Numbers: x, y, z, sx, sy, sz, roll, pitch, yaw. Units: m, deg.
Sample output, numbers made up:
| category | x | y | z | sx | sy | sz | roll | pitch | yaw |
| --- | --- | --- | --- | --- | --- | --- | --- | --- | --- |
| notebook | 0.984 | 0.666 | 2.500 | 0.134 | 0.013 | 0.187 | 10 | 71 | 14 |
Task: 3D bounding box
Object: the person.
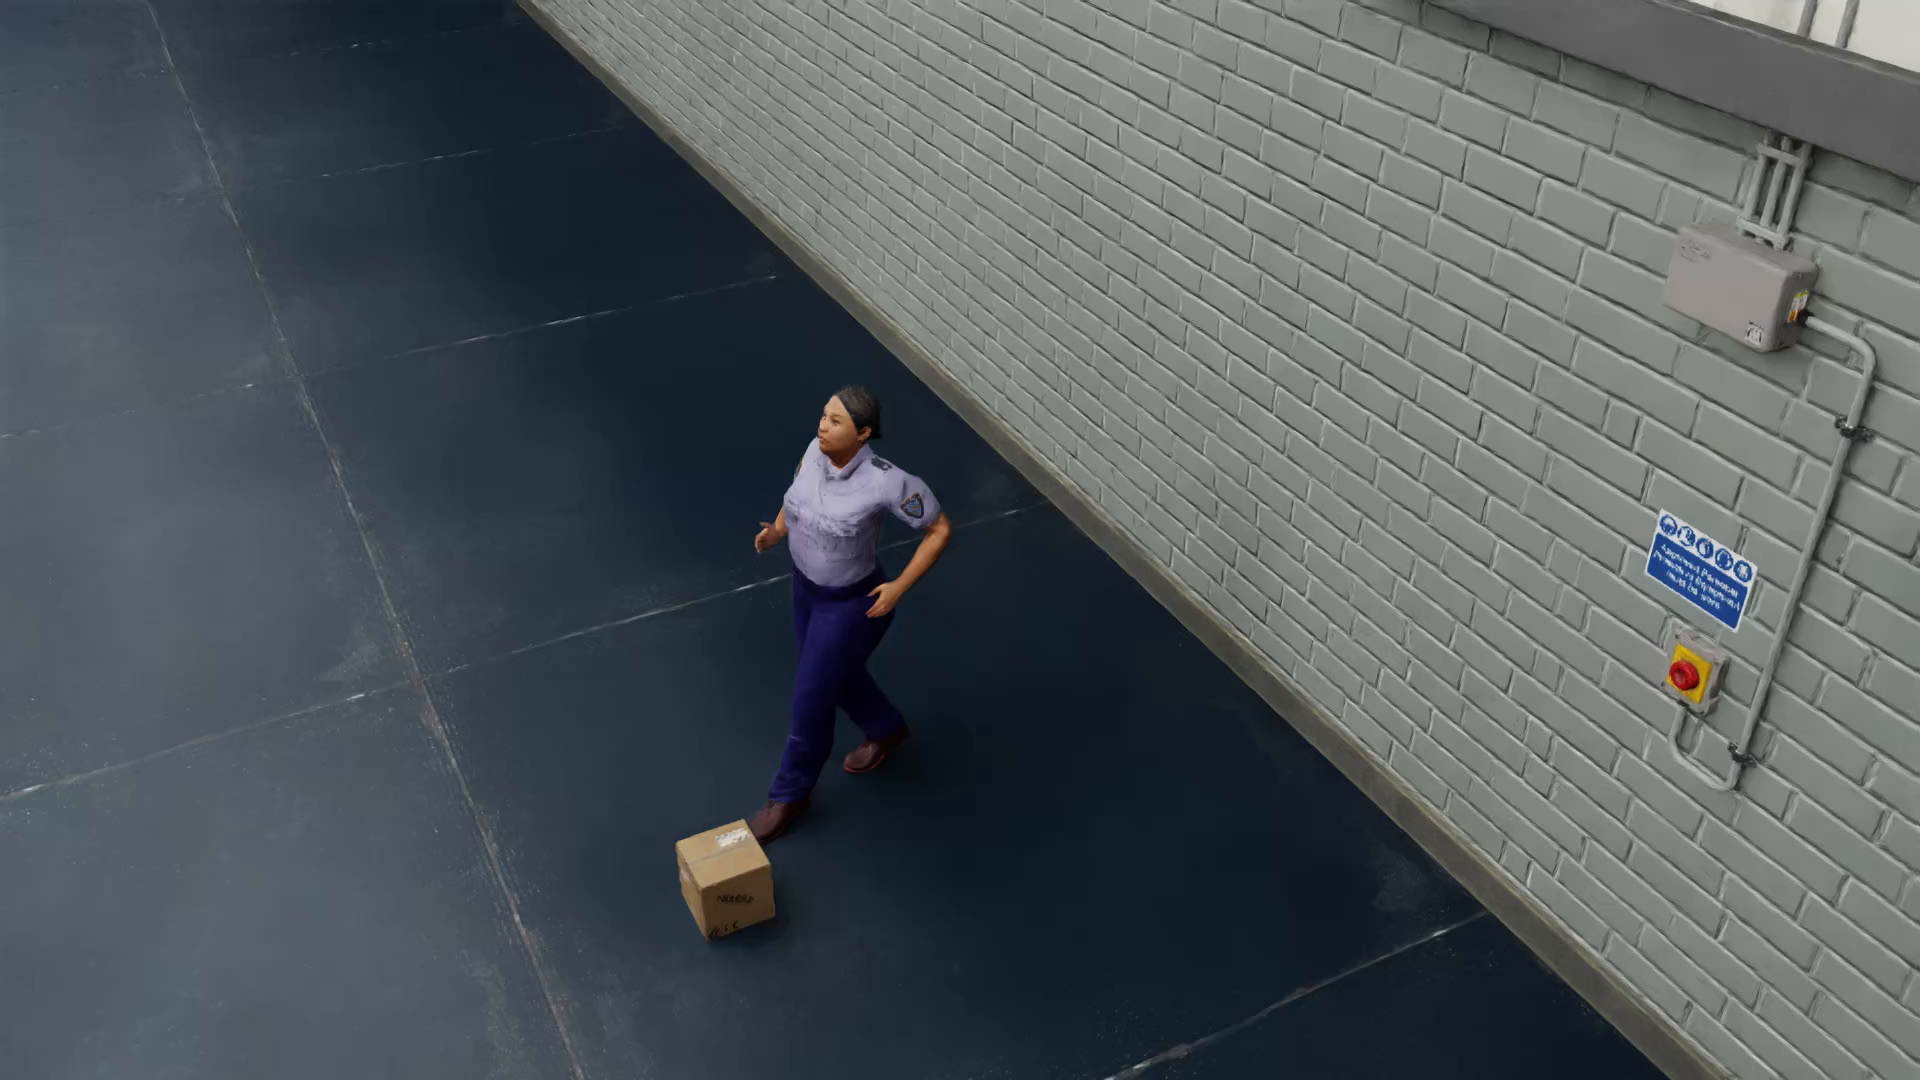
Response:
| category | x | y | z | sx | sy | sz | roll | pitch | yaw |
| --- | --- | --- | --- | --- | --- | --- | --- | --- | --- |
| person | -0.501 | 0.242 | 5.809 | 0.804 | 1.620 | 0.566 | -19 | 38 | -26 |
